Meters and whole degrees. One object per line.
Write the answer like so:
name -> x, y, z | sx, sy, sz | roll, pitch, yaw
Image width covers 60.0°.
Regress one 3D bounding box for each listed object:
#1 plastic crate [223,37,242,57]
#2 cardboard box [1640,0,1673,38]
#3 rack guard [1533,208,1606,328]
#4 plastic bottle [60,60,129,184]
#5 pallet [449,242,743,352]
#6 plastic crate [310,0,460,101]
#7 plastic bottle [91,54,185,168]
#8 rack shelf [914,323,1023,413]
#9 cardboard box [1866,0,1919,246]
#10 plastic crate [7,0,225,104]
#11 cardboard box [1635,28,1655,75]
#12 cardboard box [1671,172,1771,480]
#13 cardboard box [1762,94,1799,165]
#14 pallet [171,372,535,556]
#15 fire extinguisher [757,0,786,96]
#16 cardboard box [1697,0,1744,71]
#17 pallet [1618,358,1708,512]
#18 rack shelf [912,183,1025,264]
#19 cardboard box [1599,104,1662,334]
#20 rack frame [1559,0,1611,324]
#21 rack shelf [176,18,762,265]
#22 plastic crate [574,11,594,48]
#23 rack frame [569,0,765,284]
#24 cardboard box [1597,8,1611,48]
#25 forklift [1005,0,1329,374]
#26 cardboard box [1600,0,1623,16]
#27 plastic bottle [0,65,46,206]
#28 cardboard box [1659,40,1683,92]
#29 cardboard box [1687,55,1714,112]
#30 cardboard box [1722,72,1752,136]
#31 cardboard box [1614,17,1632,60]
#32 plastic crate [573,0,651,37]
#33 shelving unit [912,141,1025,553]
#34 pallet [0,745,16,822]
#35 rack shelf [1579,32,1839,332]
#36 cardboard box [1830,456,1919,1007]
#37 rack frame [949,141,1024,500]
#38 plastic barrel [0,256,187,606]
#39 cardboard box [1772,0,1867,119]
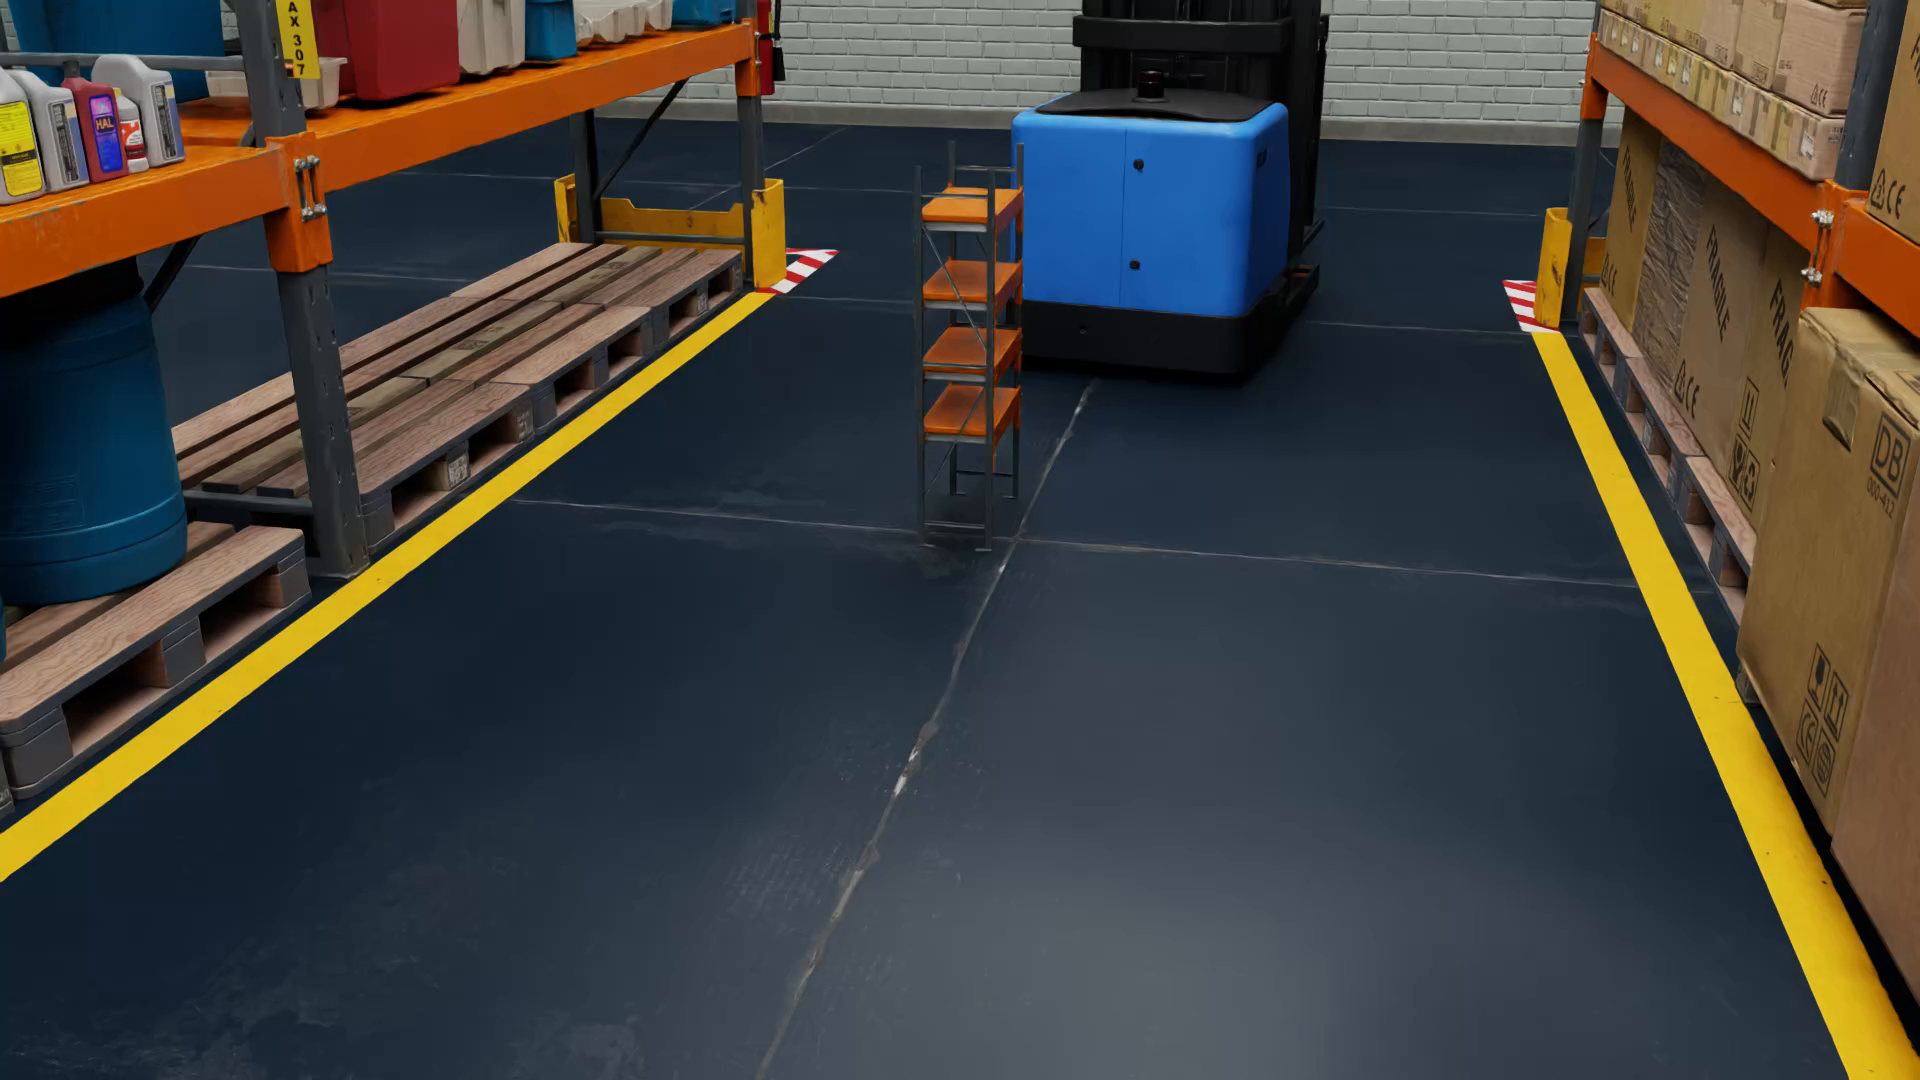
plastic crate -> -2.359, -1.653, 5.731 | 0.437, 0.125, 0.590 | 4, 22, 11
cardboard box -> 2.773, -1.948, 5.977 | 0.500, 0.250, 0.500 | 4, 22, 9
rack guard -> 3.346, -1.257, 7.807 | 1.175, 0.500, 0.348 | 4, 22, 11
plastic bottle -> -2.091, -1.012, 4.007 | 0.061, 0.283, 0.133 | 4, 22, 11
pallet -> -1.714, -1.194, 8.035 | 1.003, 0.211, 1.213 | 4, 22, 11
plastic crate -> -1.897, -1.688, 5.363 | 0.402, 0.464, 0.583 | 4, 22, 11
plastic bottle -> -2.088, -1.097, 4.227 | 0.152, 0.276, 0.135 | 4, 22, 11
rack shelf -> 0.034, -0.555, 5.305 | 0.258, 0.148, 0.480 | 4, 22, 11
cardboard box -> 2.186, -0.843, 3.297 | 0.500, 0.500, 0.500 | 5, 22, 11
plastic crate -> -2.563, -1.540, 5.103 | 0.392, 0.384, 0.575 | 4, 22, 11
cardboard box -> 2.737, -1.811, 6.171 | 0.380, 0.149, 0.250 | 4, 22, 10
cardboard box -> 2.921, -0.719, 5.406 | 0.875, 0.875, 0.875 | 4, 22, 11
cardboard box -> 2.318, -1.060, 4.306 | 0.380, 0.149, 0.250 | 5, 22, 12
pallet -> -2.212, -0.301, 5.819 | 1.003, 0.211, 1.213 | 4, 22, 11
fire extinguisher -> -1.032, -2.597, 8.390 | 0.296, 0.674, 0.183 | 4, 22, 11
cardboard box -> 2.565, -1.571, 5.043 | 0.500, 0.250, 0.500 | 5, 22, 12
pallet -> 3.003, -0.371, 5.993 | 1.003, 0.211, 1.213 | 4, 22, 11
rack shelf -> 0.034, -0.982, 5.133 | 0.258, 0.148, 0.480 | 4, 22, 11
cardboard box -> 3.288, -1.377, 7.040 | 0.875, 0.875, 0.875 | 4, 22, 11
rack frame -> 3.341, -2.408, 7.318 | 1.000, 3.000, 0.127 | 4, 22, 11
rack shelf -> -1.916, -1.721, 6.574 | 1.077, 0.370, 4.000 | 4, 22, 11
plastic crate -> -1.646, -2.061, 6.728 | 0.298, 0.136, 0.250 | 4, 22, 11
rack frame -> -1.508, -2.786, 8.255 | 1.000, 3.000, 0.127 | 4, 22, 11
cardboard box -> 2.945, -2.187, 7.105 | 0.380, 0.149, 0.250 | 5, 22, 12
forklift -> 1.181, -2.563, 7.795 | 1.130, 2.935, 3.031 | 8, 23, 19
cardboard box -> 2.978, -2.322, 6.906 | 0.500, 0.250, 0.500 | 4, 22, 9
plastic bottle -> -2.191, -0.939, 3.736 | 0.144, 0.351, 0.185 | 4, 22, 11
cardboard box -> 2.633, -1.624, 5.708 | 0.380, 0.149, 0.250 | 4, 22, 10
cardboard box -> 2.528, -1.435, 5.238 | 0.380, 0.149, 0.250 | 4, 22, 10
cardboard box -> 2.423, -1.247, 4.772 | 0.380, 0.149, 0.250 | 5, 22, 12
cardboard box -> 2.842, -1.999, 6.639 | 0.380, 0.149, 0.250 | 4, 22, 10
plastic crate -> -1.570, -2.274, 7.258 | 0.396, 0.136, 0.243 | 4, 22, 11
shelving unit -> 0.034, -0.617, 5.280 | 0.258, 1.200, 0.503 | 4, 22, 11
pallet -> -2.769, 0.697, 3.340 | 1.003, 0.211, 1.213 | 4, 22, 11
rack shelf -> 2.933, -1.343, 5.636 | 1.077, 0.370, 4.000 | 4, 22, 11
cardboard box -> 2.232, 0.408, 2.608 | 1.225, 0.875, 0.875 | 4, 22, 9
rack frame -> 0.084, -0.706, 5.501 | 0.240, 1.200, 0.015 | 4, 22, 11
plastic barrel -> -2.452, -0.347, 4.446 | 0.600, 0.901, 0.708 | 4, 22, 11
cardboard box -> 2.358, -1.195, 4.109 | 0.500, 0.250, 0.500 | 4, 22, 10
